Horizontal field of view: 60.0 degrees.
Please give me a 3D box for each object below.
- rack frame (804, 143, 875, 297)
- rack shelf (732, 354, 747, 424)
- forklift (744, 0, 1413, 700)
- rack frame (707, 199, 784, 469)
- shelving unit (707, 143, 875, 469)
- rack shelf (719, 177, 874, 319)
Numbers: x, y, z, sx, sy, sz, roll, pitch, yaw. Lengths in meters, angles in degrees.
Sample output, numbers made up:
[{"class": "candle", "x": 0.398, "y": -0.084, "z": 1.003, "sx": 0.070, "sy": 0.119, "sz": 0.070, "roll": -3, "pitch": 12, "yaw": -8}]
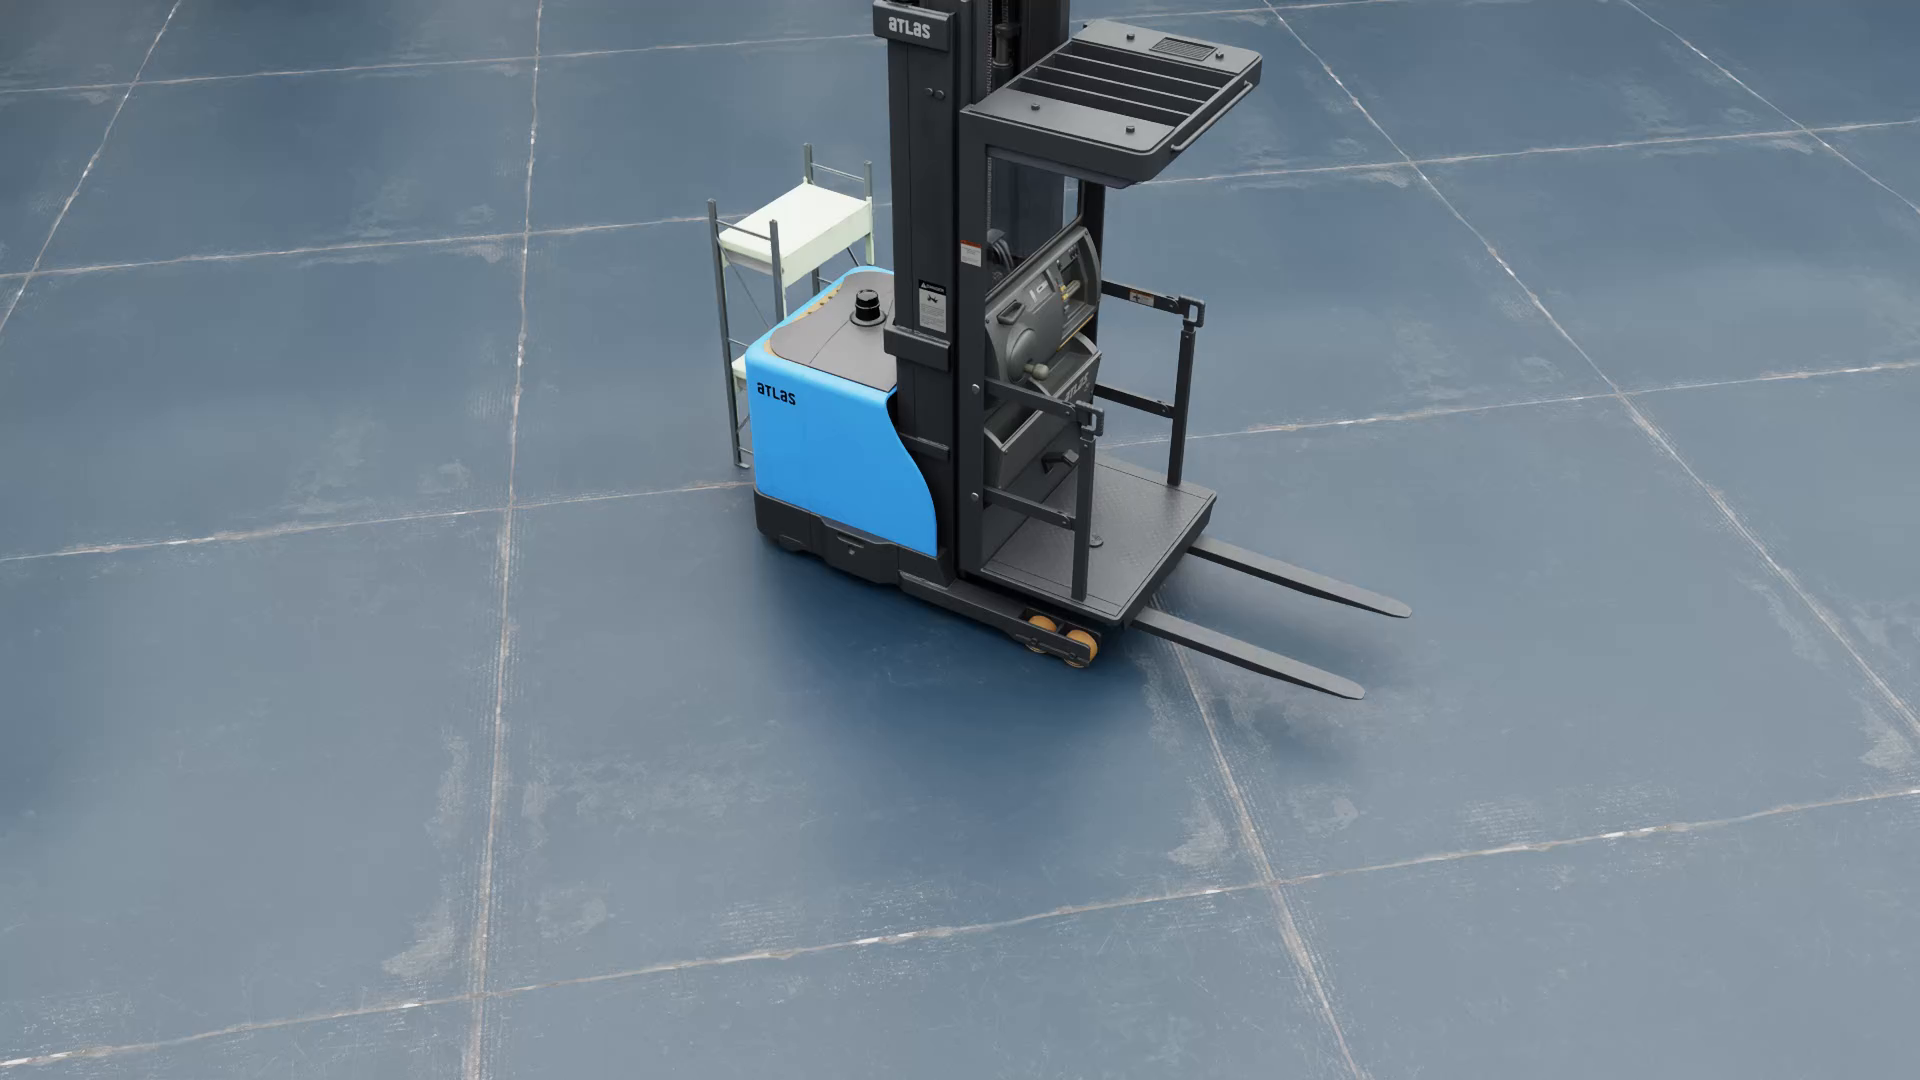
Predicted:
[{"class": "rack frame", "x": -0.601, "y": -1.301, "z": 8.603, "sx": 0.400, "sy": 1.500, "sz": 0.023, "roll": 22, "pitch": 43, "yaw": 26}, {"class": "rack shelf", "x": -0.803, "y": -0.857, "z": 8.561, "sx": 0.431, "sy": 0.370, "sz": 0.720, "roll": 22, "pitch": 43, "yaw": 26}, {"class": "forklift", "x": 0.538, "y": -0.963, "z": 7.001, "sx": 3.031, "sy": 2.935, "sz": 1.130, "roll": 20, "pitch": 42, "yaw": 24}, {"class": "rack frame", "x": -1.004, "y": -0.927, "z": 8.120, "sx": 0.400, "sy": 1.500, "sz": 0.023, "roll": 22, "pitch": 43, "yaw": 26}, {"class": "shelving unit", "x": -0.803, "y": -1.114, "z": 8.361, "sx": 0.431, "sy": 1.500, "sz": 0.755, "roll": 22, "pitch": 43, "yaw": 26}, {"class": "rack shelf", "x": -0.803, "y": -1.422, "z": 8.122, "sx": 0.431, "sy": 0.370, "sz": 0.720, "roll": 22, "pitch": 43, "yaw": 26}]
